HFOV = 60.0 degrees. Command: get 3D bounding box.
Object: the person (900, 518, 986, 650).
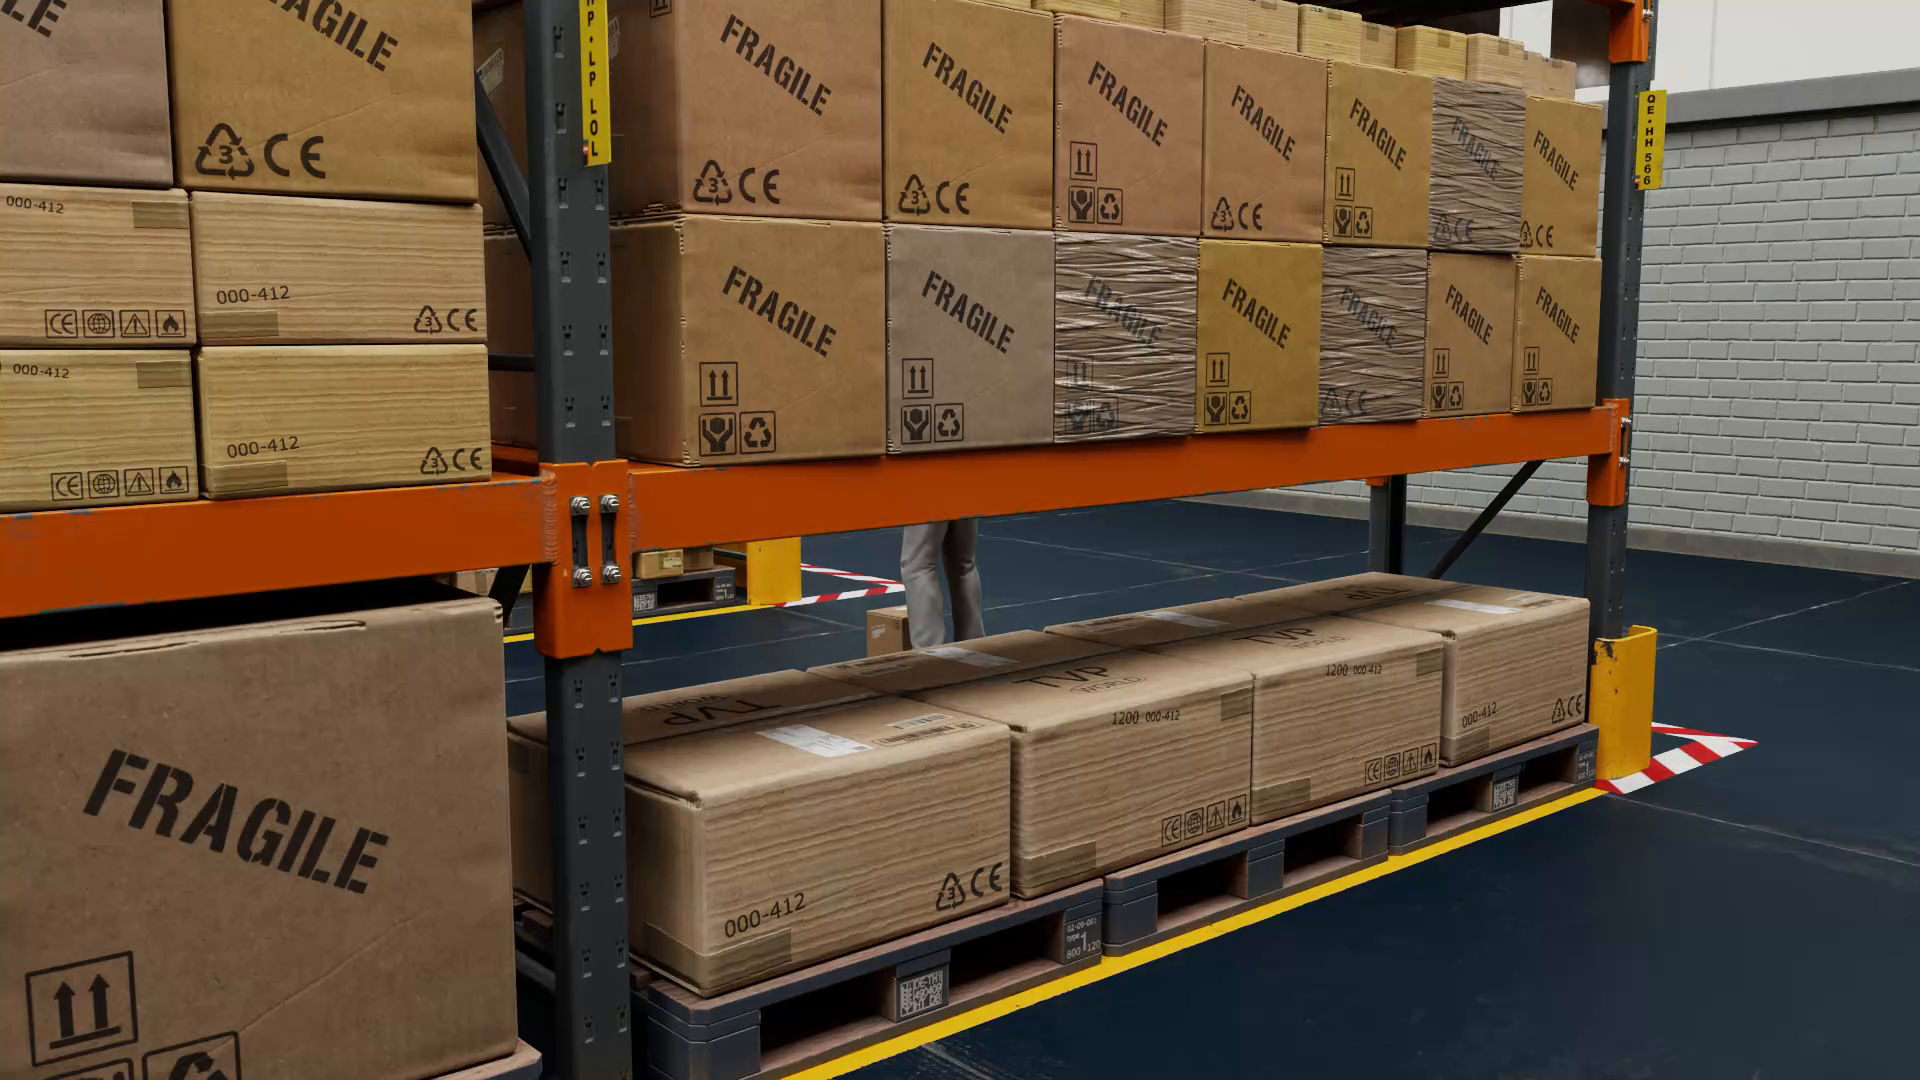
[{"bbox_3d":[-0.094,-0.226,7.513,0.514,1.672,0.365,-7,10,-44],"label":"person"}]
